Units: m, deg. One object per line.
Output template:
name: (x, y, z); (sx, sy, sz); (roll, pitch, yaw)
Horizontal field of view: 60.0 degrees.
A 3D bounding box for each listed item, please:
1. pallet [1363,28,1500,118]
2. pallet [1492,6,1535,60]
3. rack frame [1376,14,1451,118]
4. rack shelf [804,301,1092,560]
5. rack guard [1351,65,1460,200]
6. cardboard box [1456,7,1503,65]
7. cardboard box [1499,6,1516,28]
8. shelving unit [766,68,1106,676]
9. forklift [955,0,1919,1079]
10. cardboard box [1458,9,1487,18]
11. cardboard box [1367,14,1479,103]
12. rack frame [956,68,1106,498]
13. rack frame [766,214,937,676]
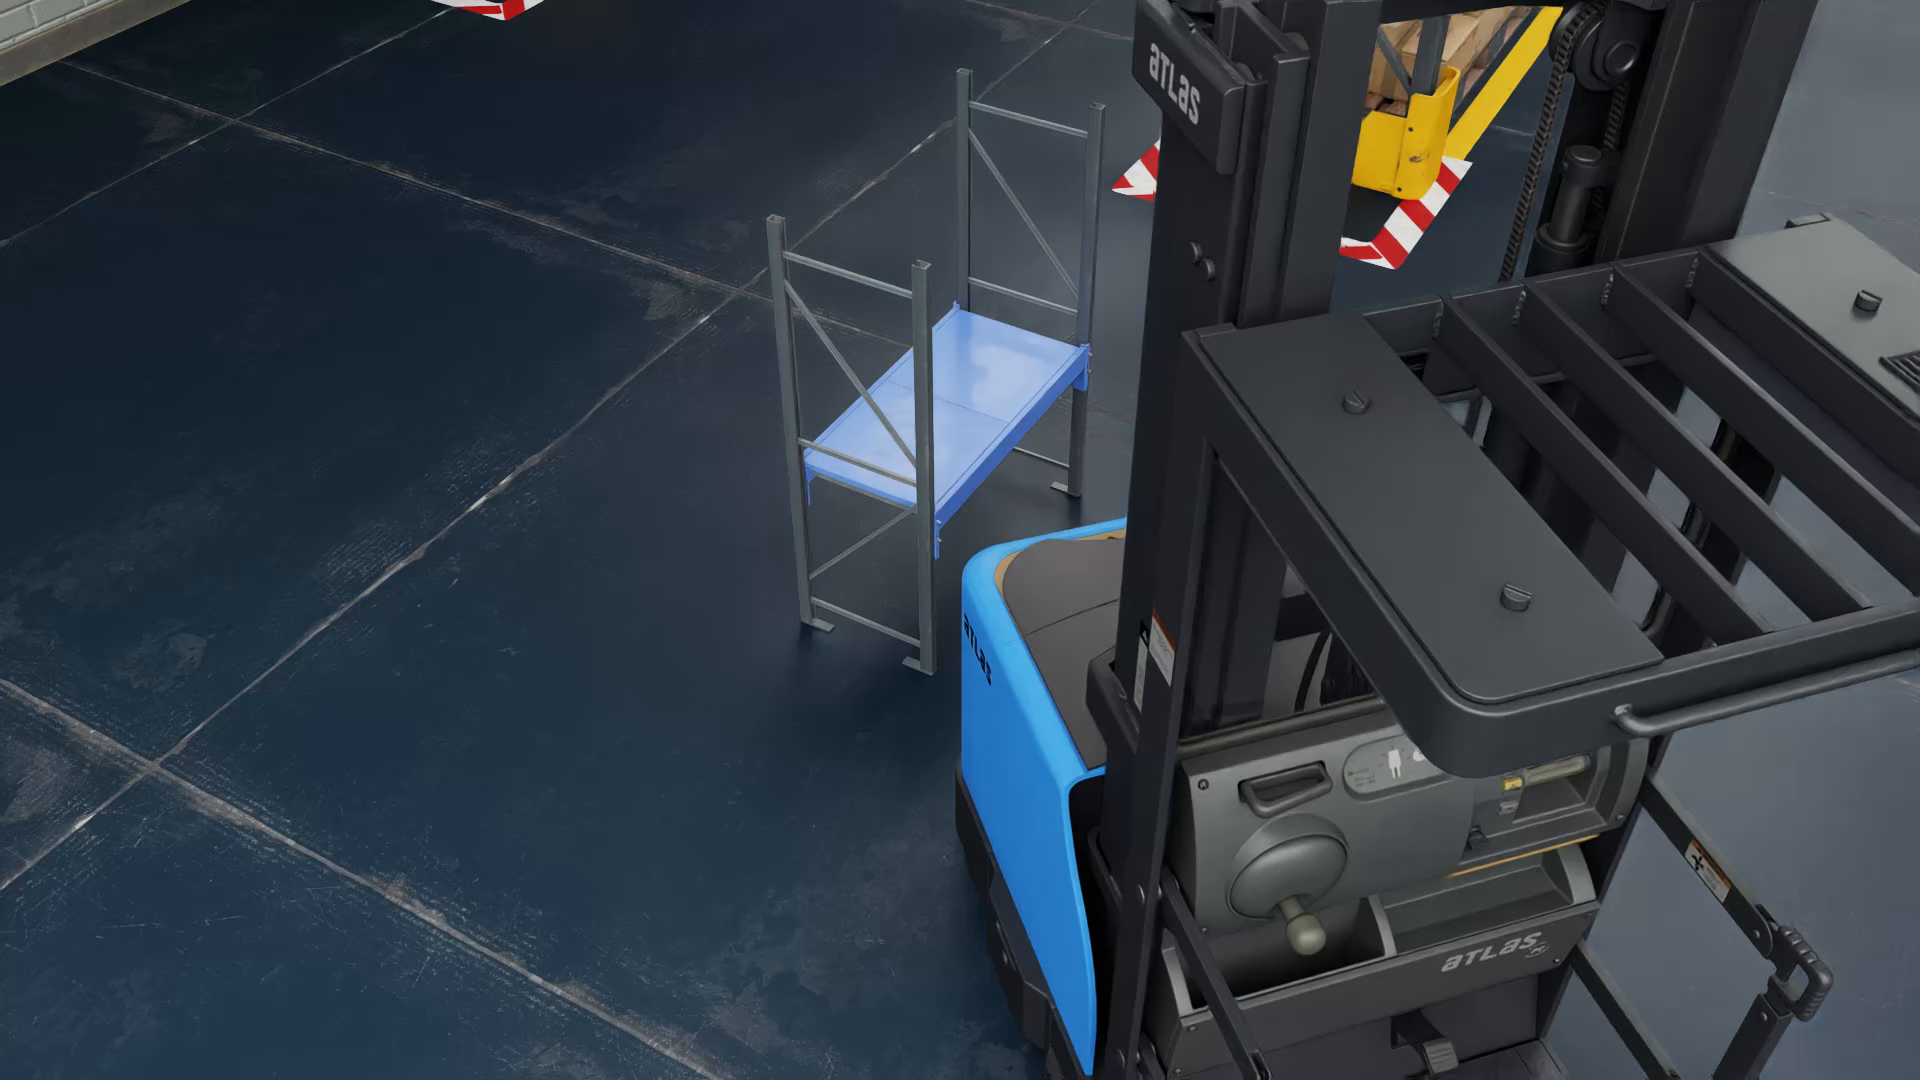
pallet: (1.998, -2.350, 8.259); (1.003, 0.211, 1.213); (21, 45, 22)
pallet: (2.610, -3.045, 9.048); (1.003, 0.211, 1.213); (21, 45, 22)
rack frame: (1.652, -2.945, 6.824); (1.000, 3.000, 0.127); (21, 45, 22)
rack shelf: (-0.043, -0.379, 5.318); (0.538, 0.185, 1.000); (21, 45, 22)
rack guard: (1.640, -1.993, 7.635); (1.175, 0.500, 0.348); (21, 45, 22)
cardboard box: (2.360, -2.591, 8.186); (0.500, 0.250, 0.500); (21, 45, 22)
cardboard box: (2.610, -2.877, 8.510); (0.500, 0.250, 0.500); (21, 45, 22)
shelving unit: (-0.043, -0.514, 5.199); (0.538, 1.500, 1.048); (21, 45, 22)
forklift: (0.916, 0.565, 2.891); (1.130, 2.935, 3.031); (-12, 43, -13)
cardboard box: (2.361, -2.872, 7.937); (0.500, 0.500, 0.500); (21, 45, 22)
cardboard box: (2.113, -2.304, 7.859); (0.500, 0.250, 0.500); (21, 45, 22)
rack frame: (0.212, -0.805, 5.529); (0.500, 1.500, 0.032); (21, 45, 22)
rack frame: (-0.297, -0.223, 4.869); (0.500, 1.500, 0.032); (21, 45, 22)
